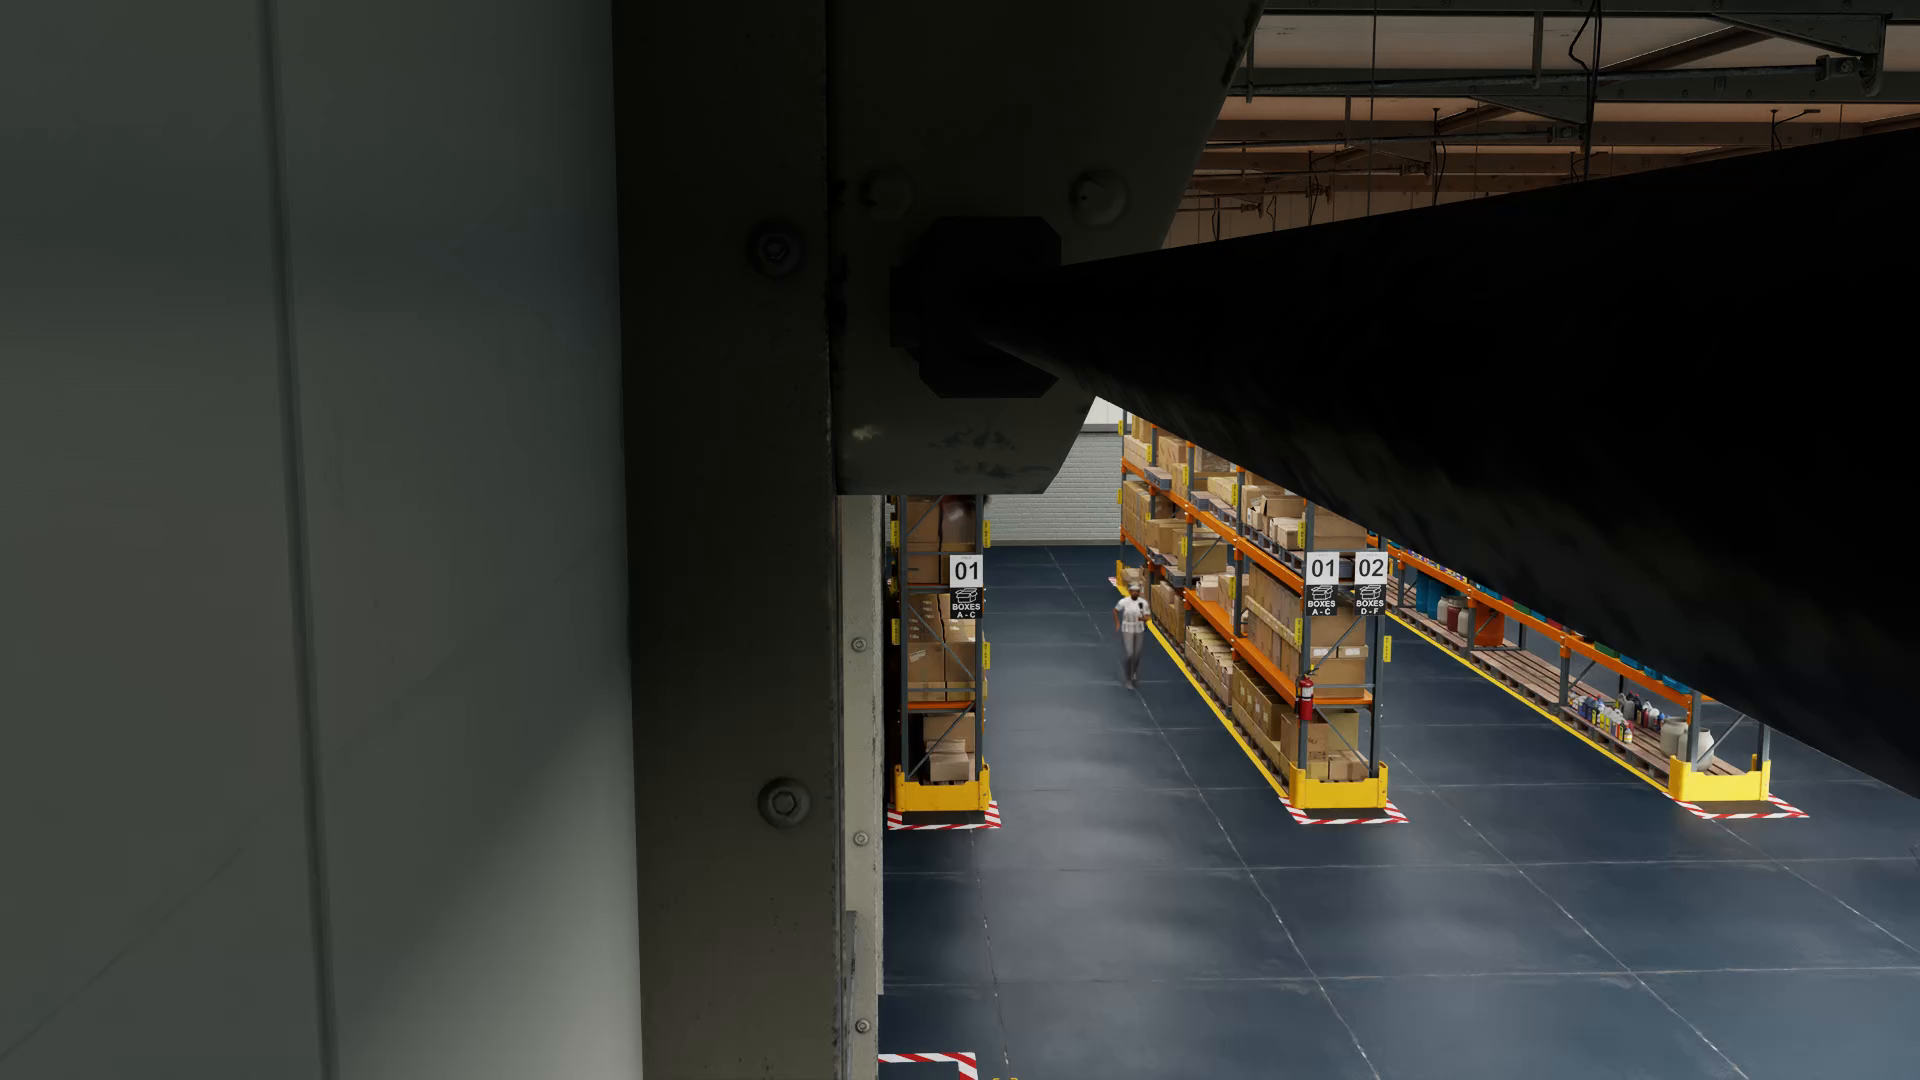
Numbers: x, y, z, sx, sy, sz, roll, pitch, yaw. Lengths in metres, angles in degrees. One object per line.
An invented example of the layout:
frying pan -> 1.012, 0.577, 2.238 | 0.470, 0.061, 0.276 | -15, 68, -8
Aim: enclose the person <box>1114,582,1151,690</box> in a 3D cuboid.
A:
person -> 2.800, 1.534, 26.961 | 0.539, 1.760, 0.751 | -1, 8, -7
